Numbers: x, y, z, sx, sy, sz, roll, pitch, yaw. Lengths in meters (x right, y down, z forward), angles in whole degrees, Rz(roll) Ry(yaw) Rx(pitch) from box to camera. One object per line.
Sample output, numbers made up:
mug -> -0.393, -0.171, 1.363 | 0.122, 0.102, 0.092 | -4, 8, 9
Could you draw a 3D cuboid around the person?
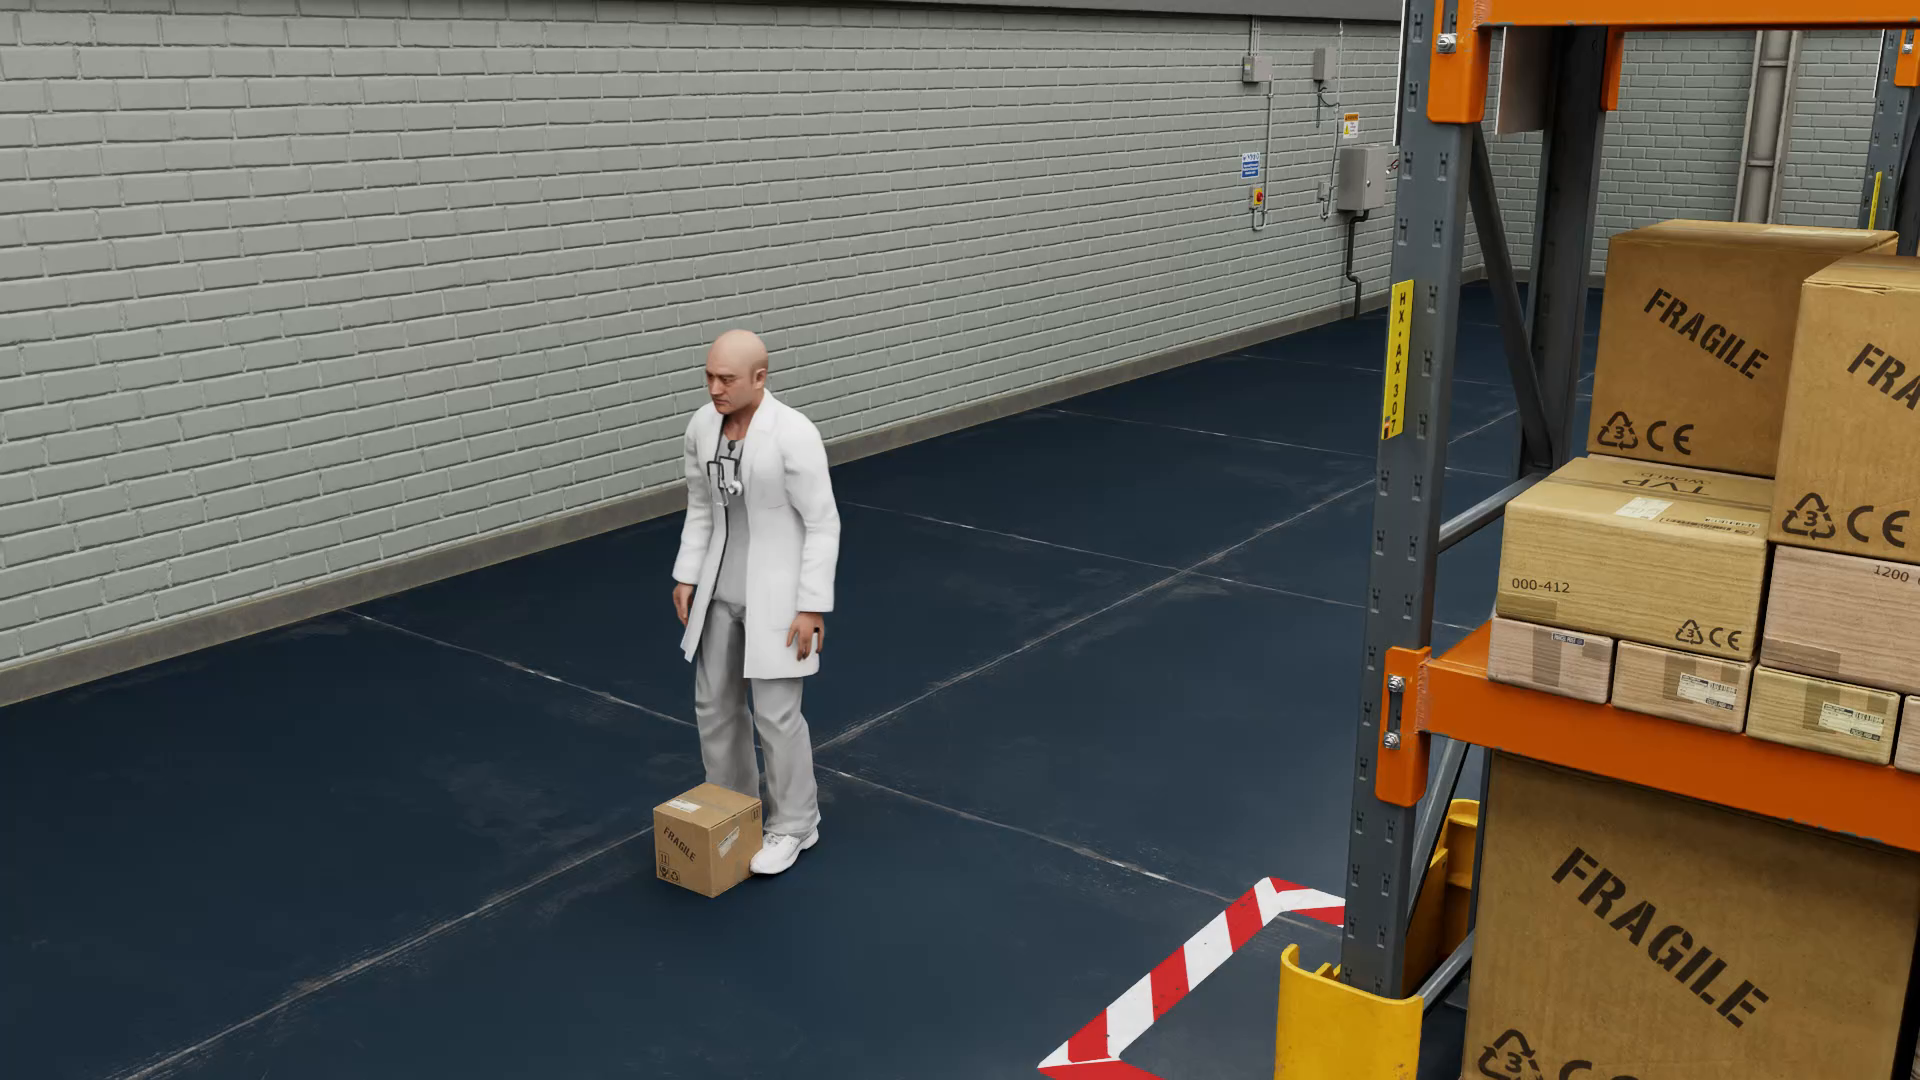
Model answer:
person -> -0.672, 0.222, 5.424 | 0.652, 1.707, 0.416 | 11, 20, 34
